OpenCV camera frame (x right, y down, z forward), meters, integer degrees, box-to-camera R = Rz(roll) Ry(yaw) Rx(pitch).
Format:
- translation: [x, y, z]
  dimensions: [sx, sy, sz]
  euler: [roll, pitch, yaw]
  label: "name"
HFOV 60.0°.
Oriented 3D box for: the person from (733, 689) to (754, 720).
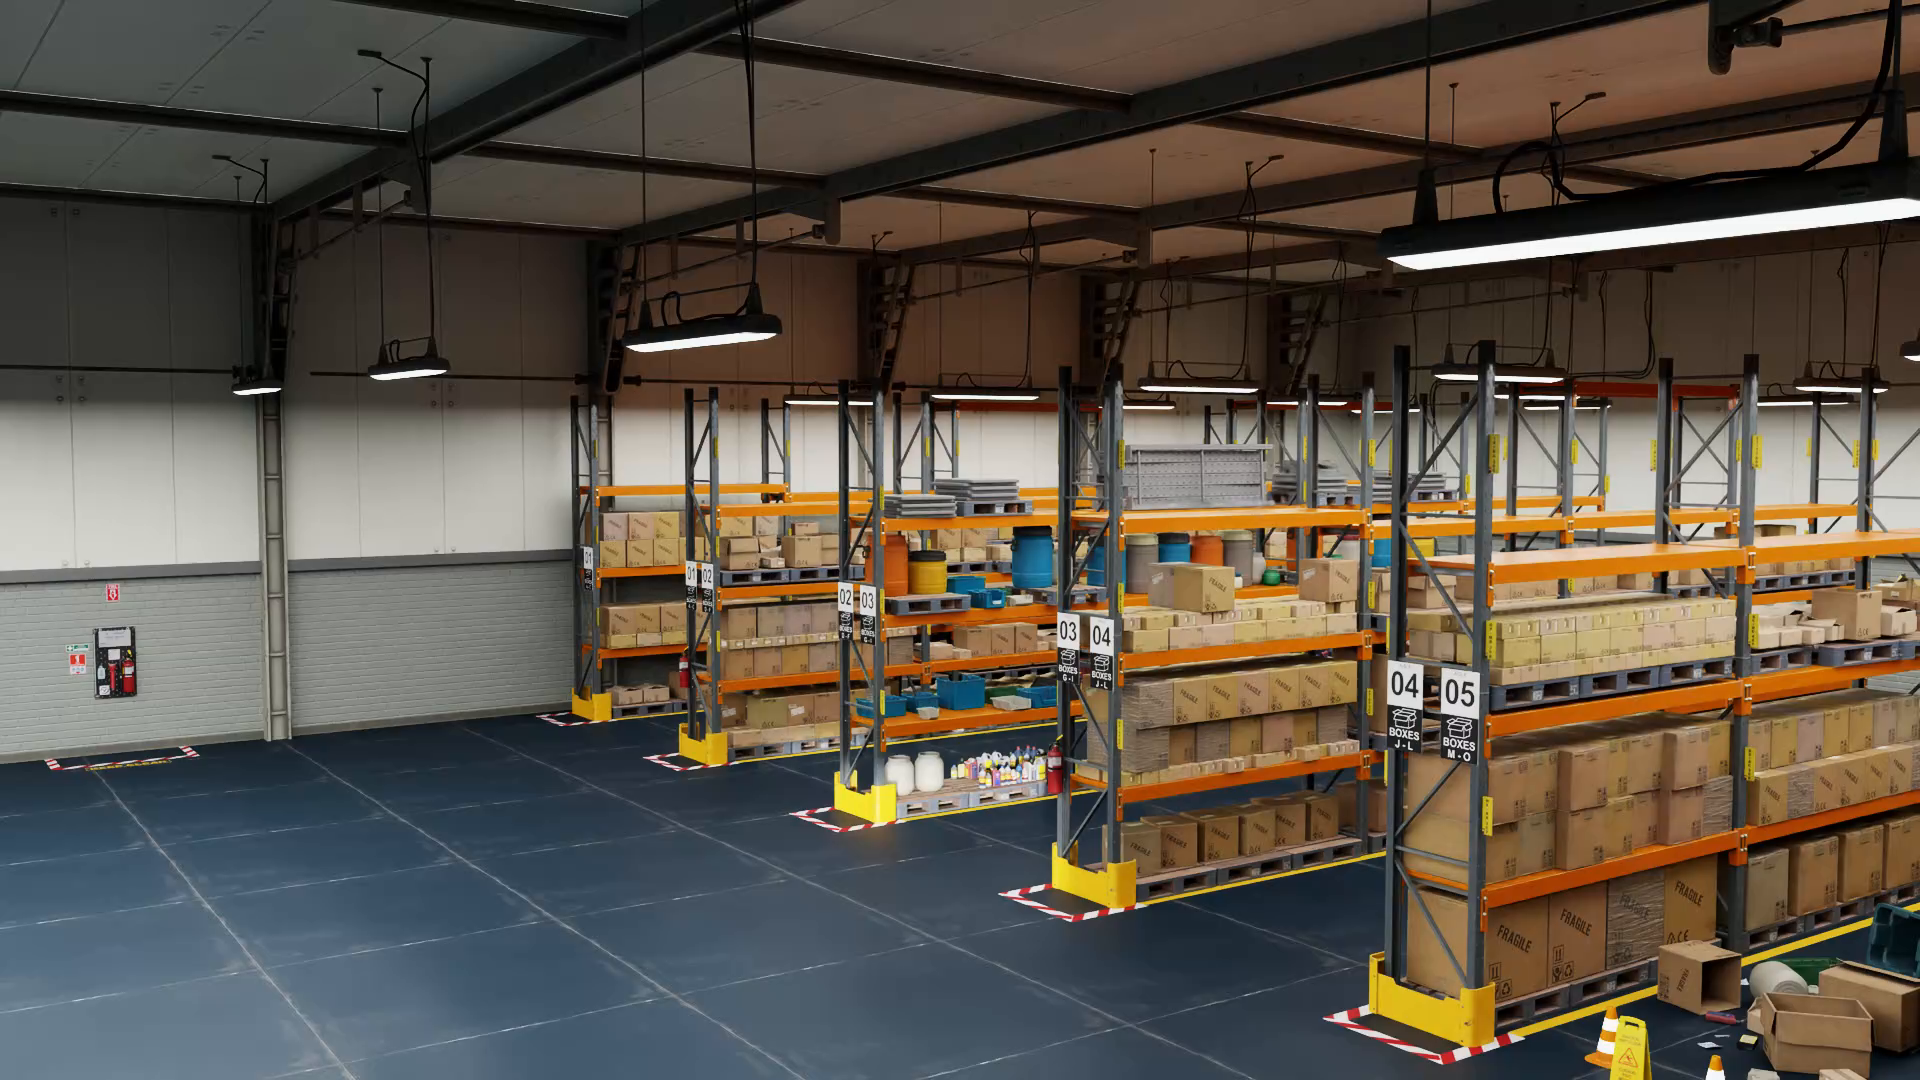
- translation: [-3.936, 2.543, 29.896]
  dimensions: [0.403, 1.682, 0.582]
  euler: [3, 4, 37]
  label: "person"
